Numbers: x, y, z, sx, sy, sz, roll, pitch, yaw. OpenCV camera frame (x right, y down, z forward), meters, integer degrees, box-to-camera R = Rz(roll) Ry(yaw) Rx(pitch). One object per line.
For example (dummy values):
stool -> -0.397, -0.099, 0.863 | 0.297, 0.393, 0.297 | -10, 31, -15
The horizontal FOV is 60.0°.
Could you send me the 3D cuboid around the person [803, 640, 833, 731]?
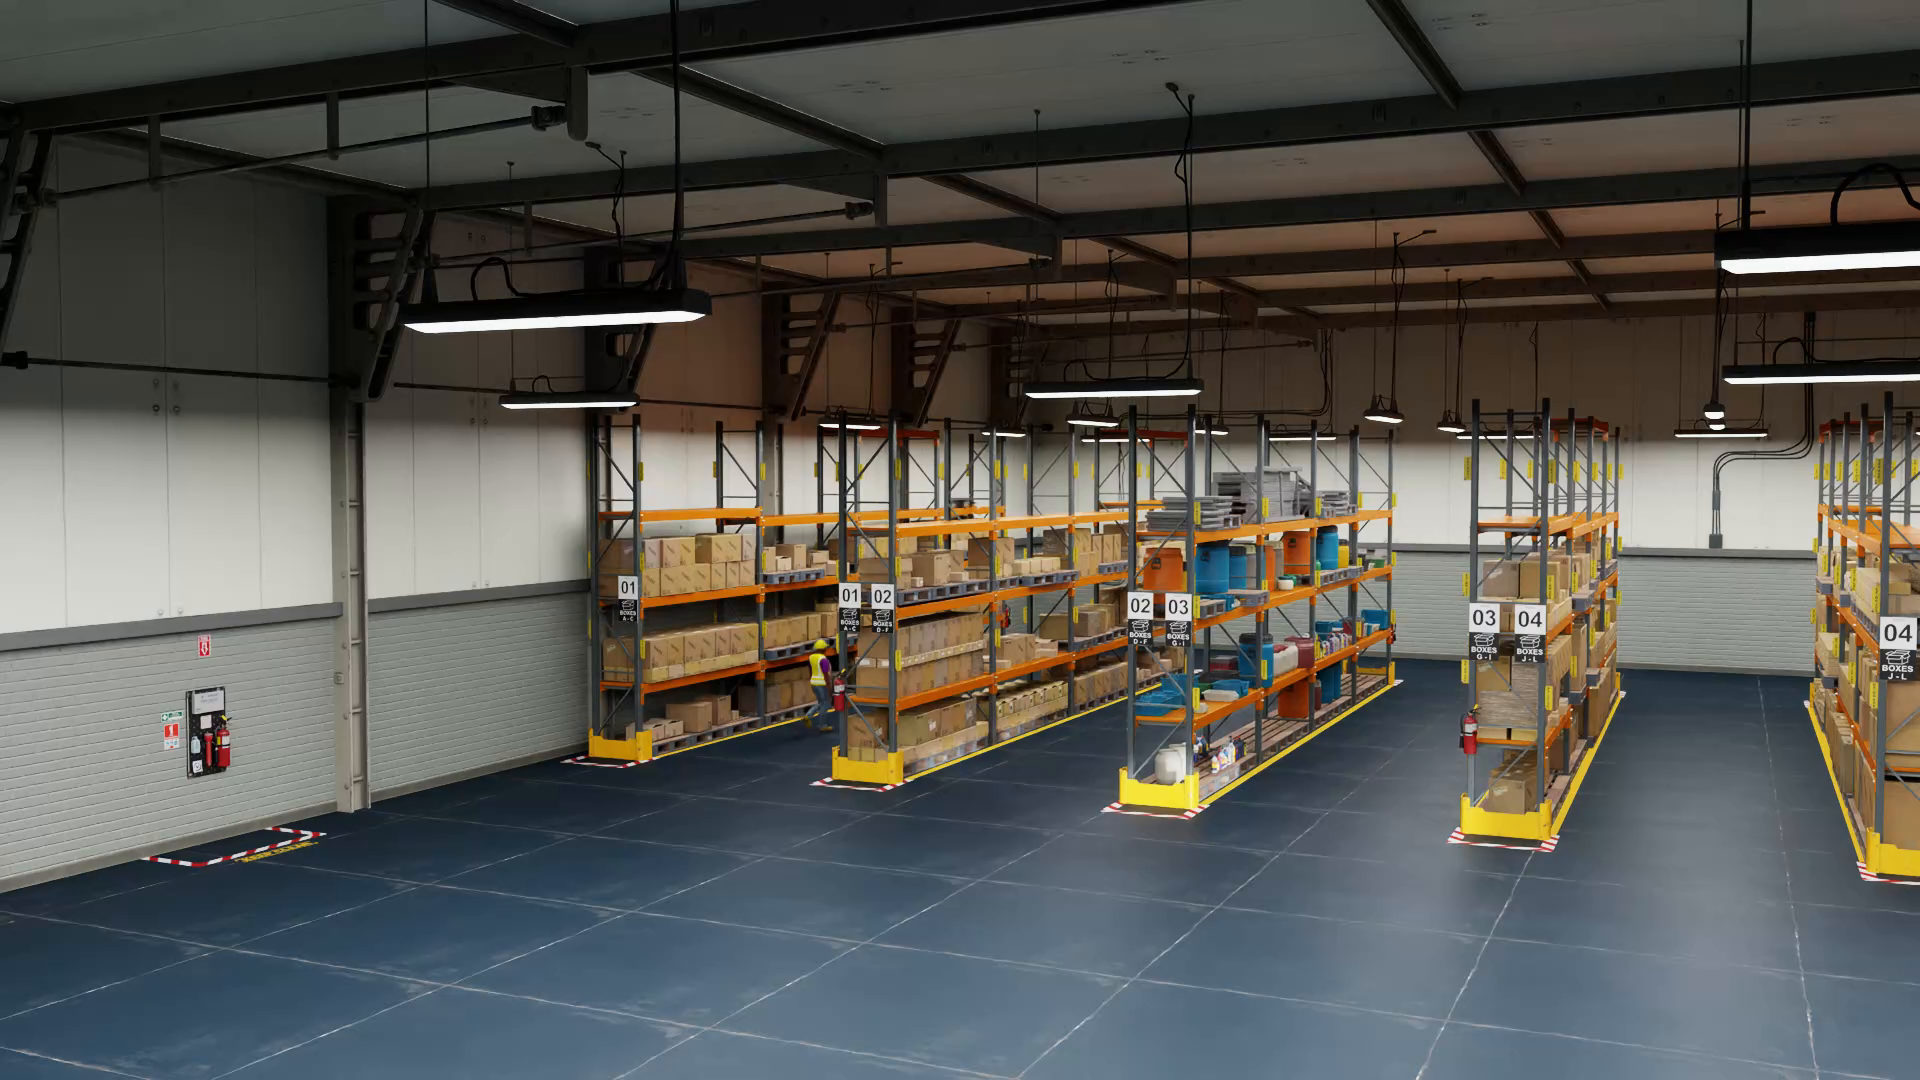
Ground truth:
person -> -2.707, 2.795, 31.927 | 0.603, 1.758, 0.582 | -2, 3, -33
